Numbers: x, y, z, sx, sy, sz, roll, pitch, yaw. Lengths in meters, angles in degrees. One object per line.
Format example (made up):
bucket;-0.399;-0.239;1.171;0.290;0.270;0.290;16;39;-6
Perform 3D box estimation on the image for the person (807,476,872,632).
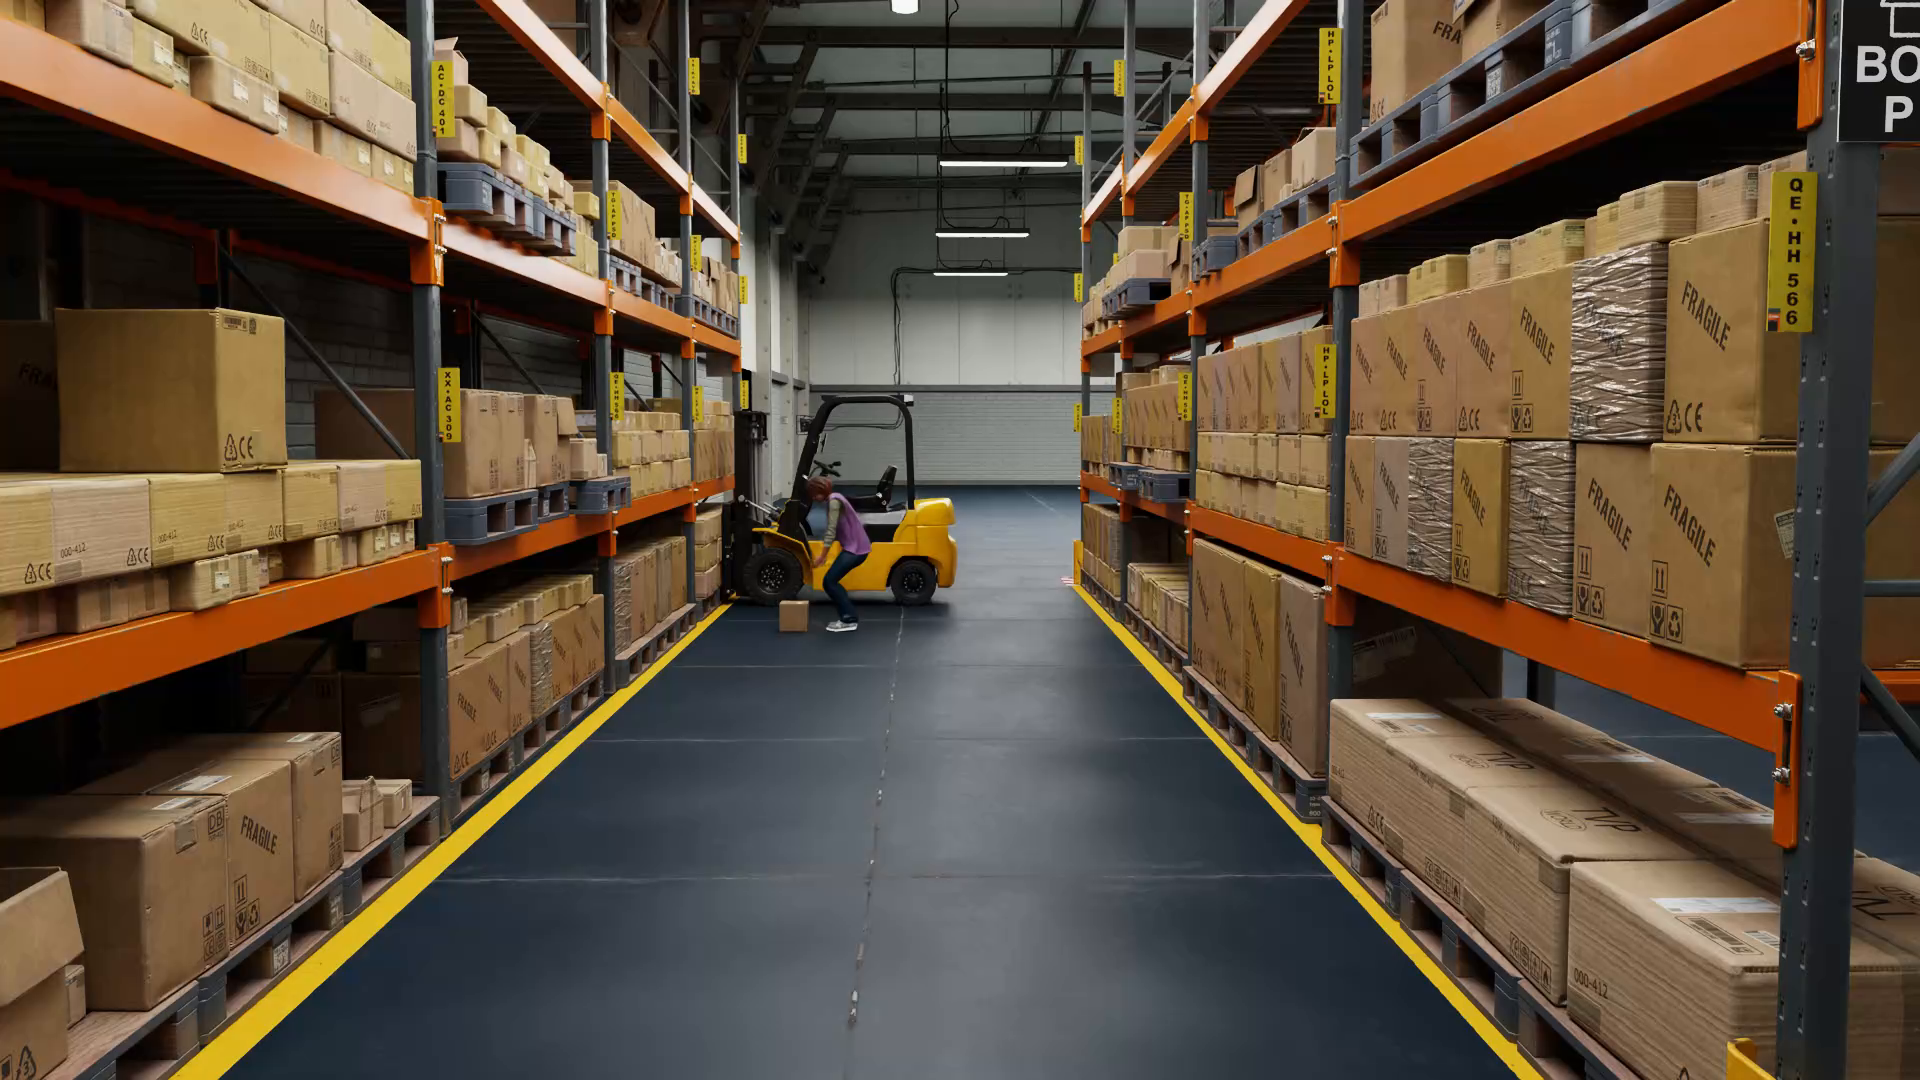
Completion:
person;-1.083;0.123;14.956;0.581;1.400;0.458;0;4;-1
